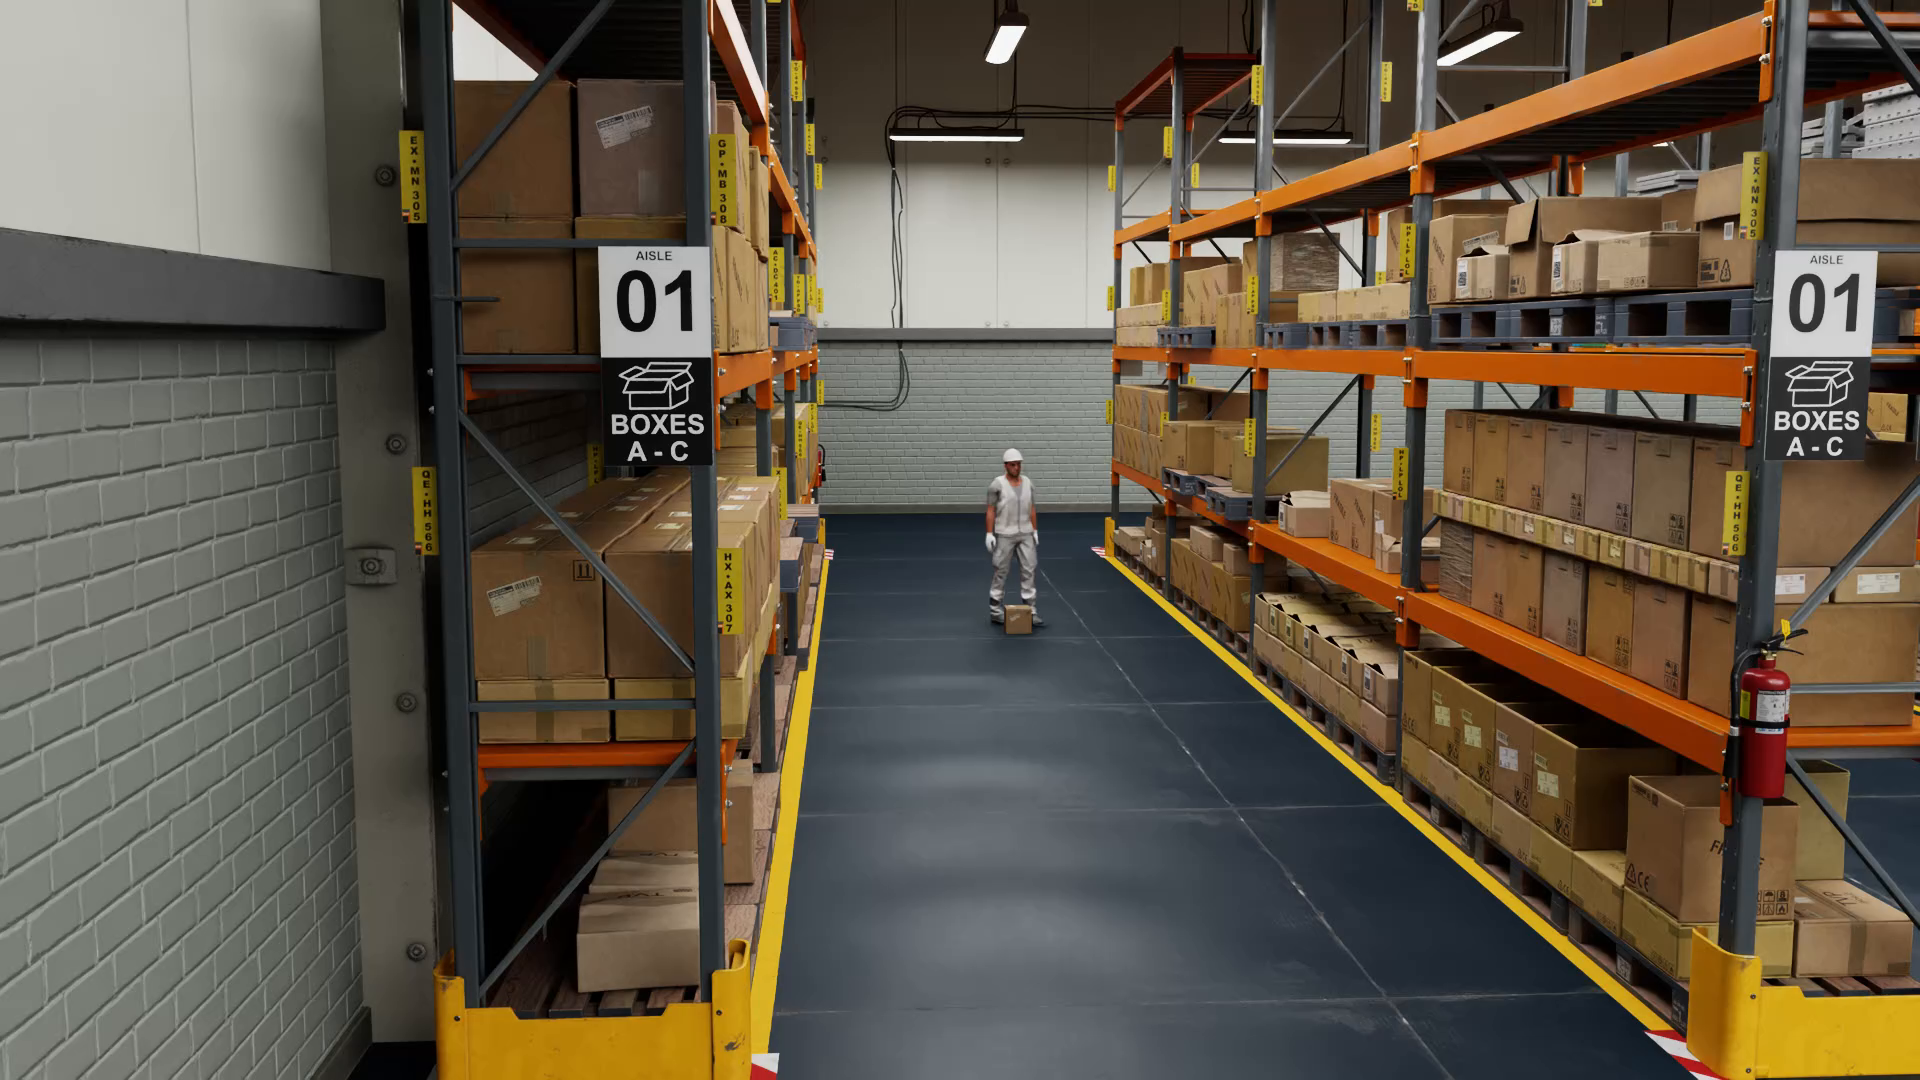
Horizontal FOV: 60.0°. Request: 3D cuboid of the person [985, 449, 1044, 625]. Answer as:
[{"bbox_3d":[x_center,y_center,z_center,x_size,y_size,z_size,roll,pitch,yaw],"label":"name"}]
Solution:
[{"bbox_3d":[0.567,-0.028,16.831,0.569,1.789,0.559,-3,7,-21],"label":"person"}]
